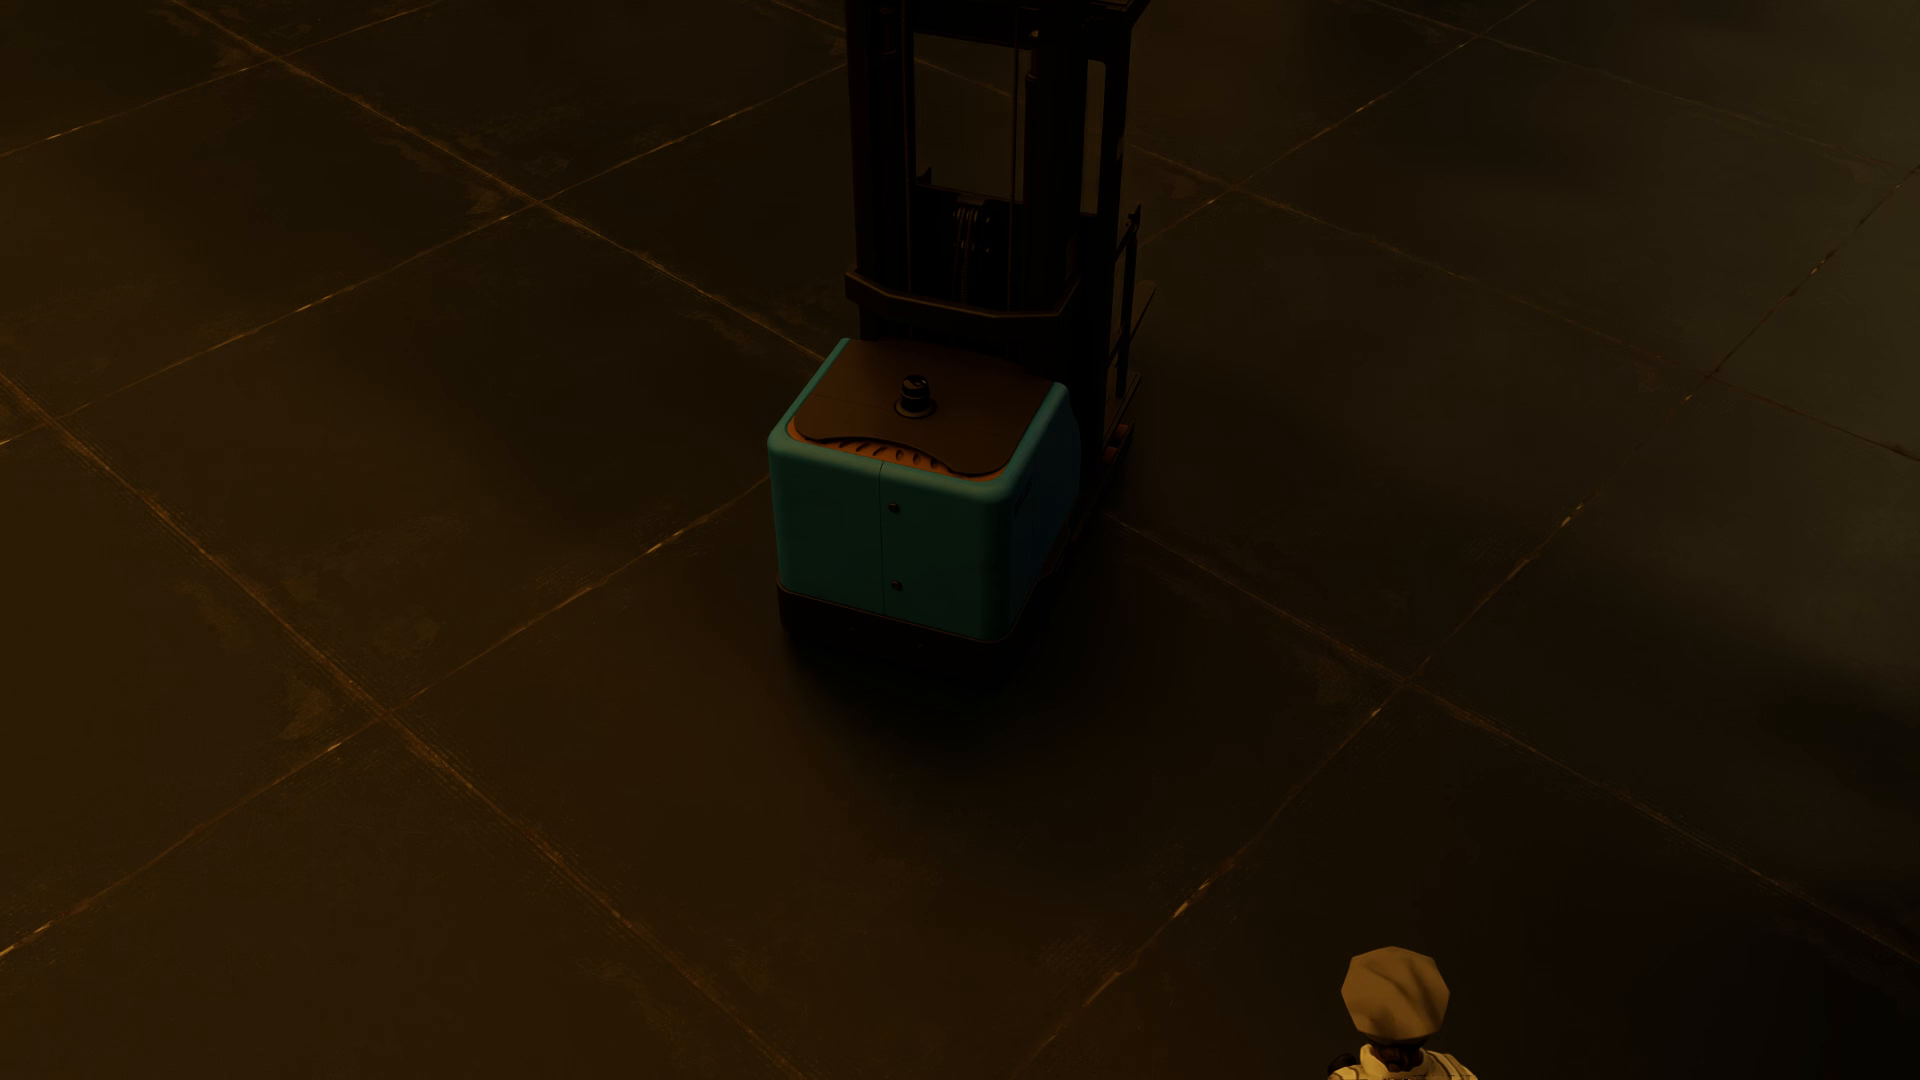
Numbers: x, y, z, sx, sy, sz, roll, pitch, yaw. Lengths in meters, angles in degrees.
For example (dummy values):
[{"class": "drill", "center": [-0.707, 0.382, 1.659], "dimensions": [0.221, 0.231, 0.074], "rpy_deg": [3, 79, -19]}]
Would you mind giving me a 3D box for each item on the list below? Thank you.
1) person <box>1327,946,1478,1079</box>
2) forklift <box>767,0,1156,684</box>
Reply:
[{"class": "person", "center": [1.059, 1.730, 4.394], "dimensions": [0.620, 1.664, 0.410], "rpy_deg": [-7, 41, -8]}, {"class": "forklift", "center": [0.211, -1.484, 7.158], "dimensions": [1.130, 2.935, 3.031], "rpy_deg": [14, 42, 15]}]
